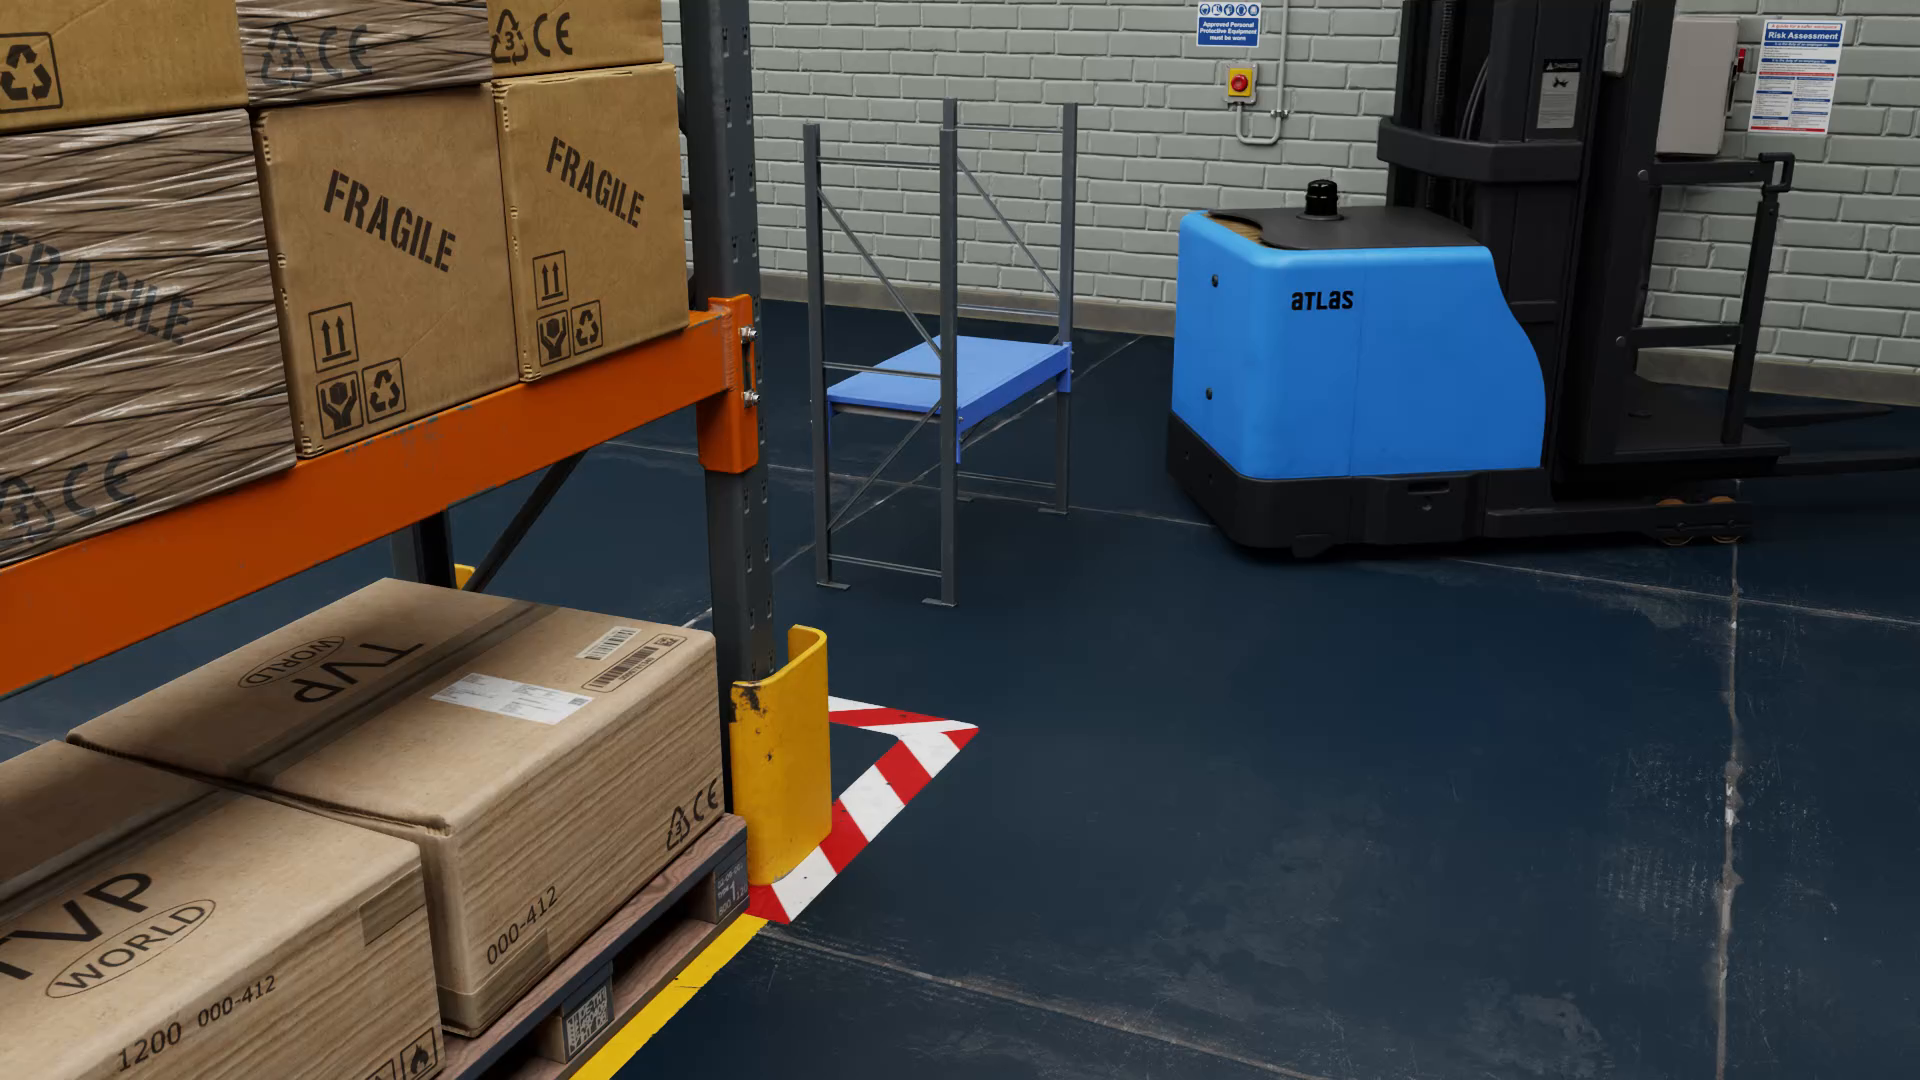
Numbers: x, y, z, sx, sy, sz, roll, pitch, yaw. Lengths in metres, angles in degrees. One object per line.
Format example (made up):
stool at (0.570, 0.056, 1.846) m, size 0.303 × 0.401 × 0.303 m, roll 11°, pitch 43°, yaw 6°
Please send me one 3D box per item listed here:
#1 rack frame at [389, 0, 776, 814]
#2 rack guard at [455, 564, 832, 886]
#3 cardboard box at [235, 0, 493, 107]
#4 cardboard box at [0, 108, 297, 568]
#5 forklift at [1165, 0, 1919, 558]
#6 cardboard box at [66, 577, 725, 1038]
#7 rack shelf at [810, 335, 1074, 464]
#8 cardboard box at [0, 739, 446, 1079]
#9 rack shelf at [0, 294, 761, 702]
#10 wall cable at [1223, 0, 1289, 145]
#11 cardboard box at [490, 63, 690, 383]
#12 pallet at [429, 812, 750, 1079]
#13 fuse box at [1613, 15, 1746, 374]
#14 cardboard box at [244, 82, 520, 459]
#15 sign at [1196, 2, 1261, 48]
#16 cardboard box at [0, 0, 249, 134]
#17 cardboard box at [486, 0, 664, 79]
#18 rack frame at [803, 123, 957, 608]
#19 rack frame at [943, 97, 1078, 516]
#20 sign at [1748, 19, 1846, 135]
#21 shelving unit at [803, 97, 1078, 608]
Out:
rack frame at (-0.901, -0.748, 3.594) m, size 1.000 × 3.000 × 0.127 m, roll 9°, pitch 21°, yaw 23°
rack guard at (-0.891, 0.423, 4.034) m, size 1.175 × 0.500 × 0.348 m, roll 9°, pitch 21°, yaw 23°
cardboard box at (-1.068, -0.922, 2.443) m, size 0.500 × 0.500 × 0.500 m, roll 9°, pitch 21°, yaw 23°
cardboard box at (-1.278, -0.301, 2.189) m, size 0.500 × 0.500 × 0.500 m, roll 9°, pitch 22°, yaw 24°
forklift at (2.372, -1.531, 5.900) m, size 3.031 × 2.935 × 1.130 m, roll -3°, pitch 20°, yaw -8°
cardboard box at (-1.080, 0.477, 3.348) m, size 0.875 × 0.438 × 0.875 m, roll 8°, pitch 21°, yaw 21°
rack shelf at (-0.035, -0.511, 5.704) m, size 0.538 × 0.185 × 1.000 m, roll 9°, pitch 21°, yaw 23°
cardboard box at (-1.447, 0.758, 2.558) m, size 0.875 × 0.438 × 0.875 m, roll 9°, pitch 22°, yaw 24°
rack shelf at (-1.720, 0.203, 1.996) m, size 1.077 × 0.370 × 4.000 m, roll 9°, pitch 21°, yaw 23°
wall cable at (1.387, -2.968, 8.275) m, size 0.585 × 1.953 × 0.123 m, roll 9°, pitch 21°, yaw 23°
cardboard box at (-0.857, -0.611, 3.061) m, size 0.500 × 0.500 × 0.500 m, roll 9°, pitch 21°, yaw 23°
pallet at (-1.157, 0.821, 3.344) m, size 1.003 × 0.211 × 1.213 m, roll 9°, pitch 21°, yaw 23°
fuse box at (3.244, -1.535, 7.730) m, size 0.539 × 1.711 × 0.414 m, roll 9°, pitch 21°, yaw 23°
cardboard box at (-1.076, -0.460, 2.635) m, size 0.500 × 0.500 × 0.500 m, roll 8°, pitch 21°, yaw 22°
sign at (1.368, -2.627, 8.476) m, size 0.327 × 0.218 × 0.001 m, roll 9°, pitch 21°, yaw 23°
cardboard box at (-1.274, -0.771, 2.019) m, size 0.500 × 0.500 × 0.500 m, roll 8°, pitch 21°, yaw 22°
cardboard box at (-0.881, -1.086, 2.904) m, size 0.500 × 0.500 × 0.500 m, roll 9°, pitch 22°, yaw 24°
rack frame at (-0.243, -0.525, 5.207) m, size 0.500 × 1.500 × 0.032 m, roll 9°, pitch 21°, yaw 23°
rack frame at (0.173, -0.836, 6.081) m, size 0.500 × 1.500 × 0.032 m, roll 9°, pitch 21°, yaw 23°
sign at (3.779, -2.092, 7.518) m, size 0.329 × 0.494 × 0.001 m, roll 9°, pitch 21°, yaw 23°
shelving unit at (-0.035, -0.681, 5.644) m, size 0.538 × 1.500 × 1.048 m, roll 9°, pitch 21°, yaw 23°
